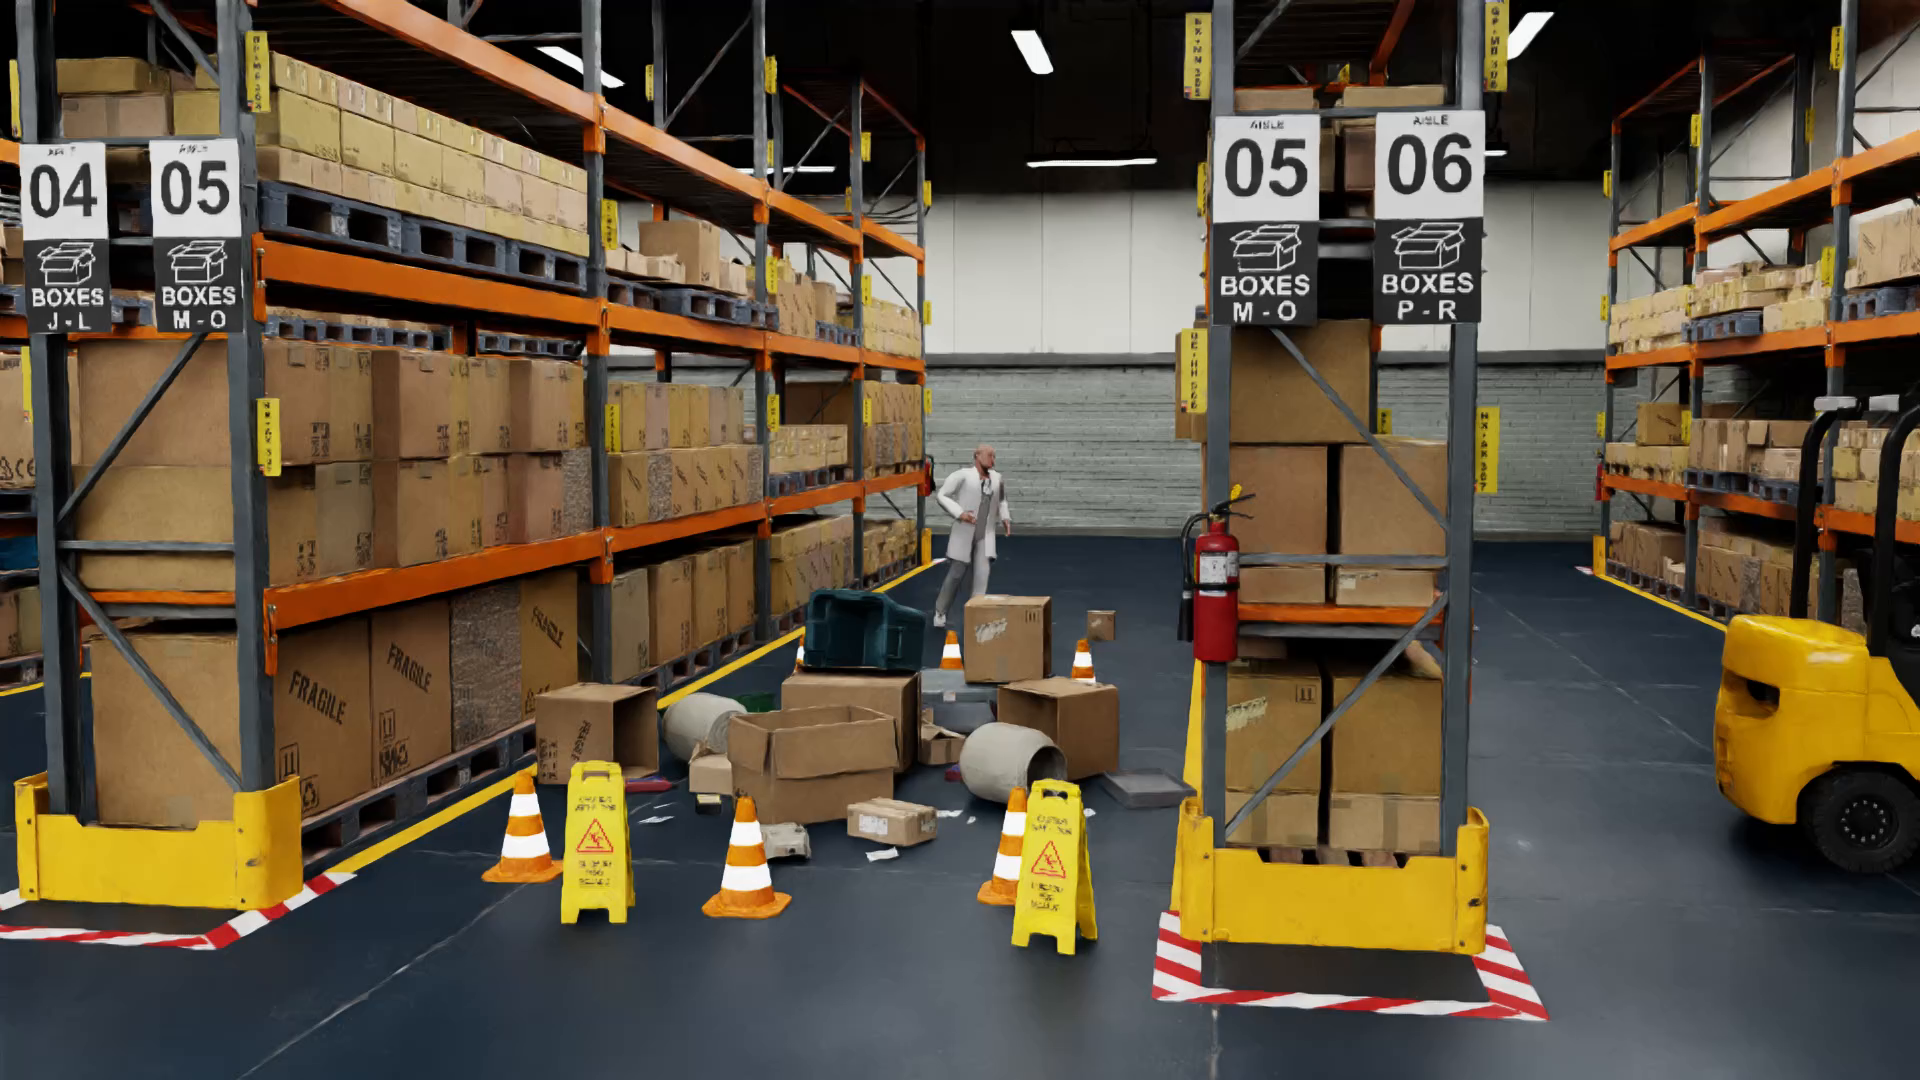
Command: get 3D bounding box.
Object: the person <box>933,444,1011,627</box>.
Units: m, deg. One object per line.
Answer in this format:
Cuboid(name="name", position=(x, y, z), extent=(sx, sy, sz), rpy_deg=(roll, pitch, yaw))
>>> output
Cuboid(name="person", position=(0.155, -0.019, 15.709), extent=(0.769, 1.763, 0.894), rpy_deg=(-2, 5, -23))
